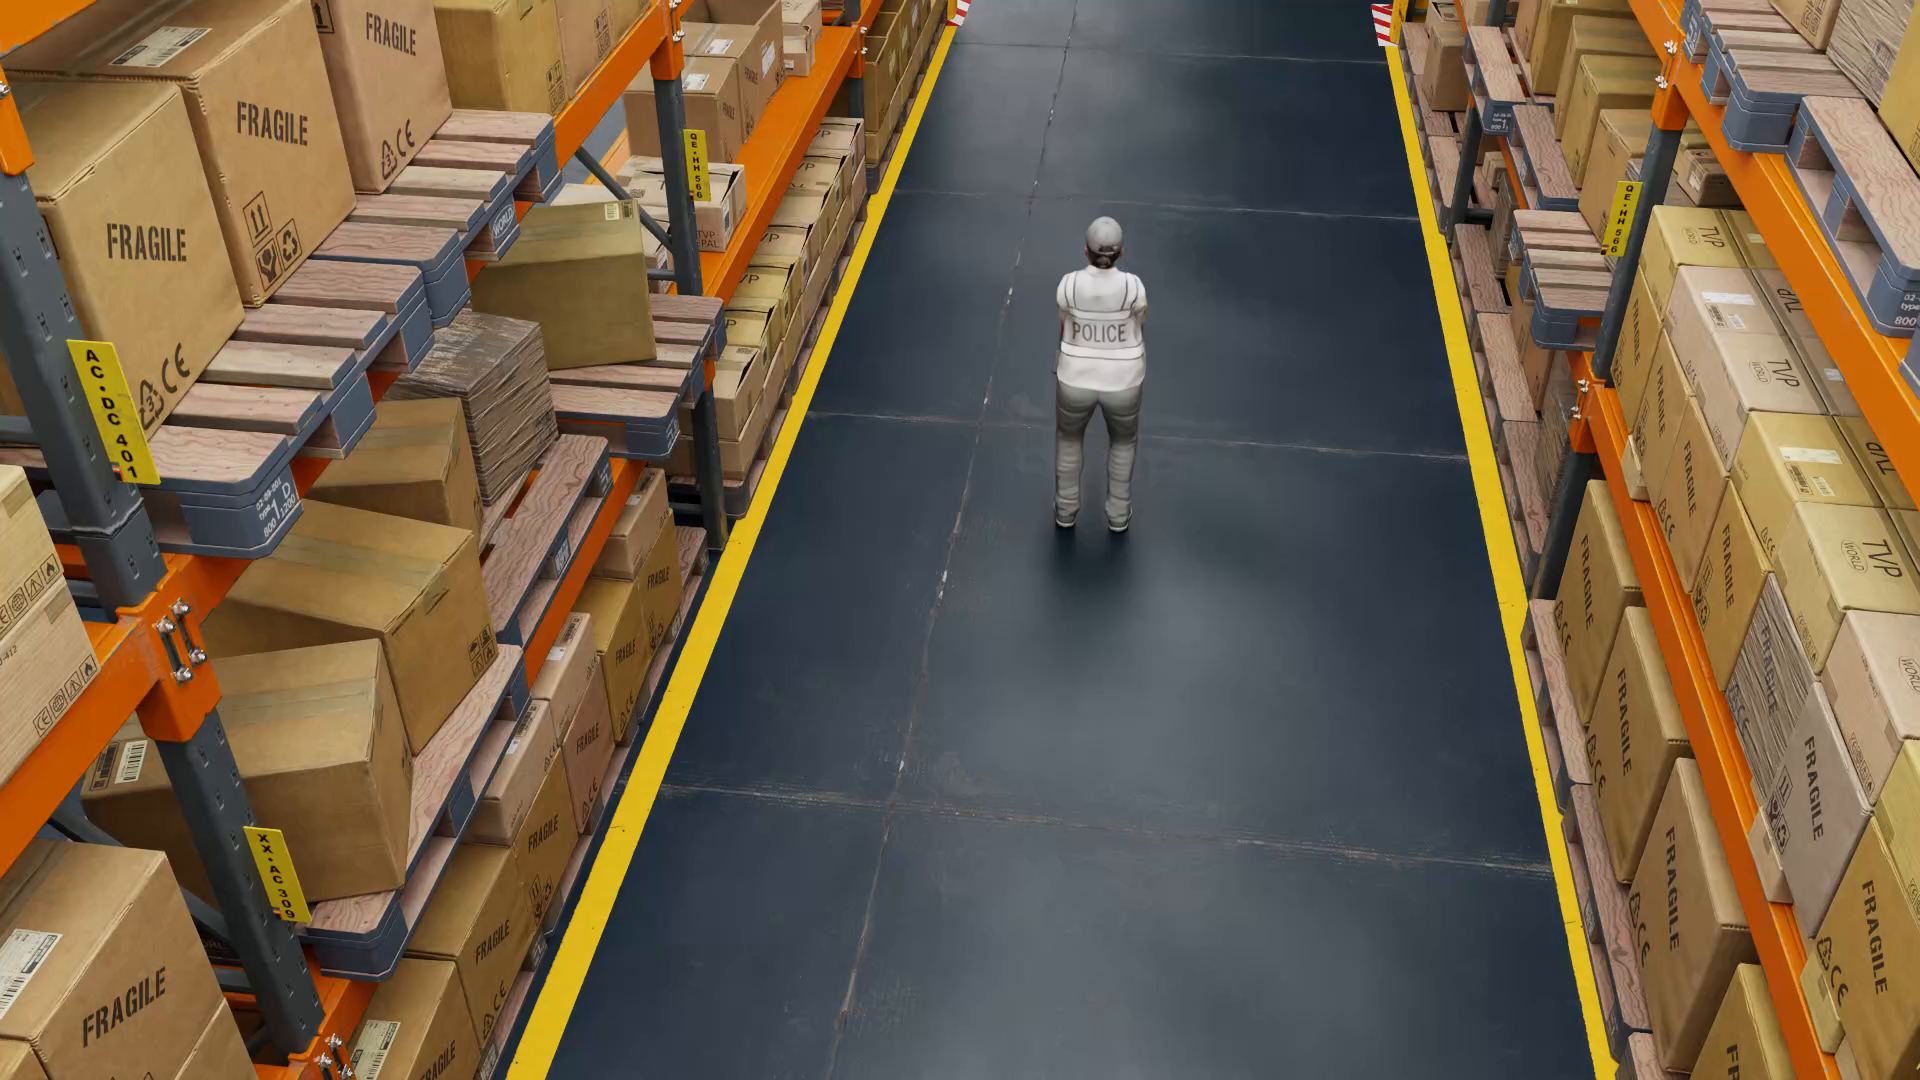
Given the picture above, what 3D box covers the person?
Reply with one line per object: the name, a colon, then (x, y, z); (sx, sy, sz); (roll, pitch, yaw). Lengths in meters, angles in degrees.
person: (0.680, -0.818, 8.160); (0.452, 1.660, 0.560); (4, 37, 5)
